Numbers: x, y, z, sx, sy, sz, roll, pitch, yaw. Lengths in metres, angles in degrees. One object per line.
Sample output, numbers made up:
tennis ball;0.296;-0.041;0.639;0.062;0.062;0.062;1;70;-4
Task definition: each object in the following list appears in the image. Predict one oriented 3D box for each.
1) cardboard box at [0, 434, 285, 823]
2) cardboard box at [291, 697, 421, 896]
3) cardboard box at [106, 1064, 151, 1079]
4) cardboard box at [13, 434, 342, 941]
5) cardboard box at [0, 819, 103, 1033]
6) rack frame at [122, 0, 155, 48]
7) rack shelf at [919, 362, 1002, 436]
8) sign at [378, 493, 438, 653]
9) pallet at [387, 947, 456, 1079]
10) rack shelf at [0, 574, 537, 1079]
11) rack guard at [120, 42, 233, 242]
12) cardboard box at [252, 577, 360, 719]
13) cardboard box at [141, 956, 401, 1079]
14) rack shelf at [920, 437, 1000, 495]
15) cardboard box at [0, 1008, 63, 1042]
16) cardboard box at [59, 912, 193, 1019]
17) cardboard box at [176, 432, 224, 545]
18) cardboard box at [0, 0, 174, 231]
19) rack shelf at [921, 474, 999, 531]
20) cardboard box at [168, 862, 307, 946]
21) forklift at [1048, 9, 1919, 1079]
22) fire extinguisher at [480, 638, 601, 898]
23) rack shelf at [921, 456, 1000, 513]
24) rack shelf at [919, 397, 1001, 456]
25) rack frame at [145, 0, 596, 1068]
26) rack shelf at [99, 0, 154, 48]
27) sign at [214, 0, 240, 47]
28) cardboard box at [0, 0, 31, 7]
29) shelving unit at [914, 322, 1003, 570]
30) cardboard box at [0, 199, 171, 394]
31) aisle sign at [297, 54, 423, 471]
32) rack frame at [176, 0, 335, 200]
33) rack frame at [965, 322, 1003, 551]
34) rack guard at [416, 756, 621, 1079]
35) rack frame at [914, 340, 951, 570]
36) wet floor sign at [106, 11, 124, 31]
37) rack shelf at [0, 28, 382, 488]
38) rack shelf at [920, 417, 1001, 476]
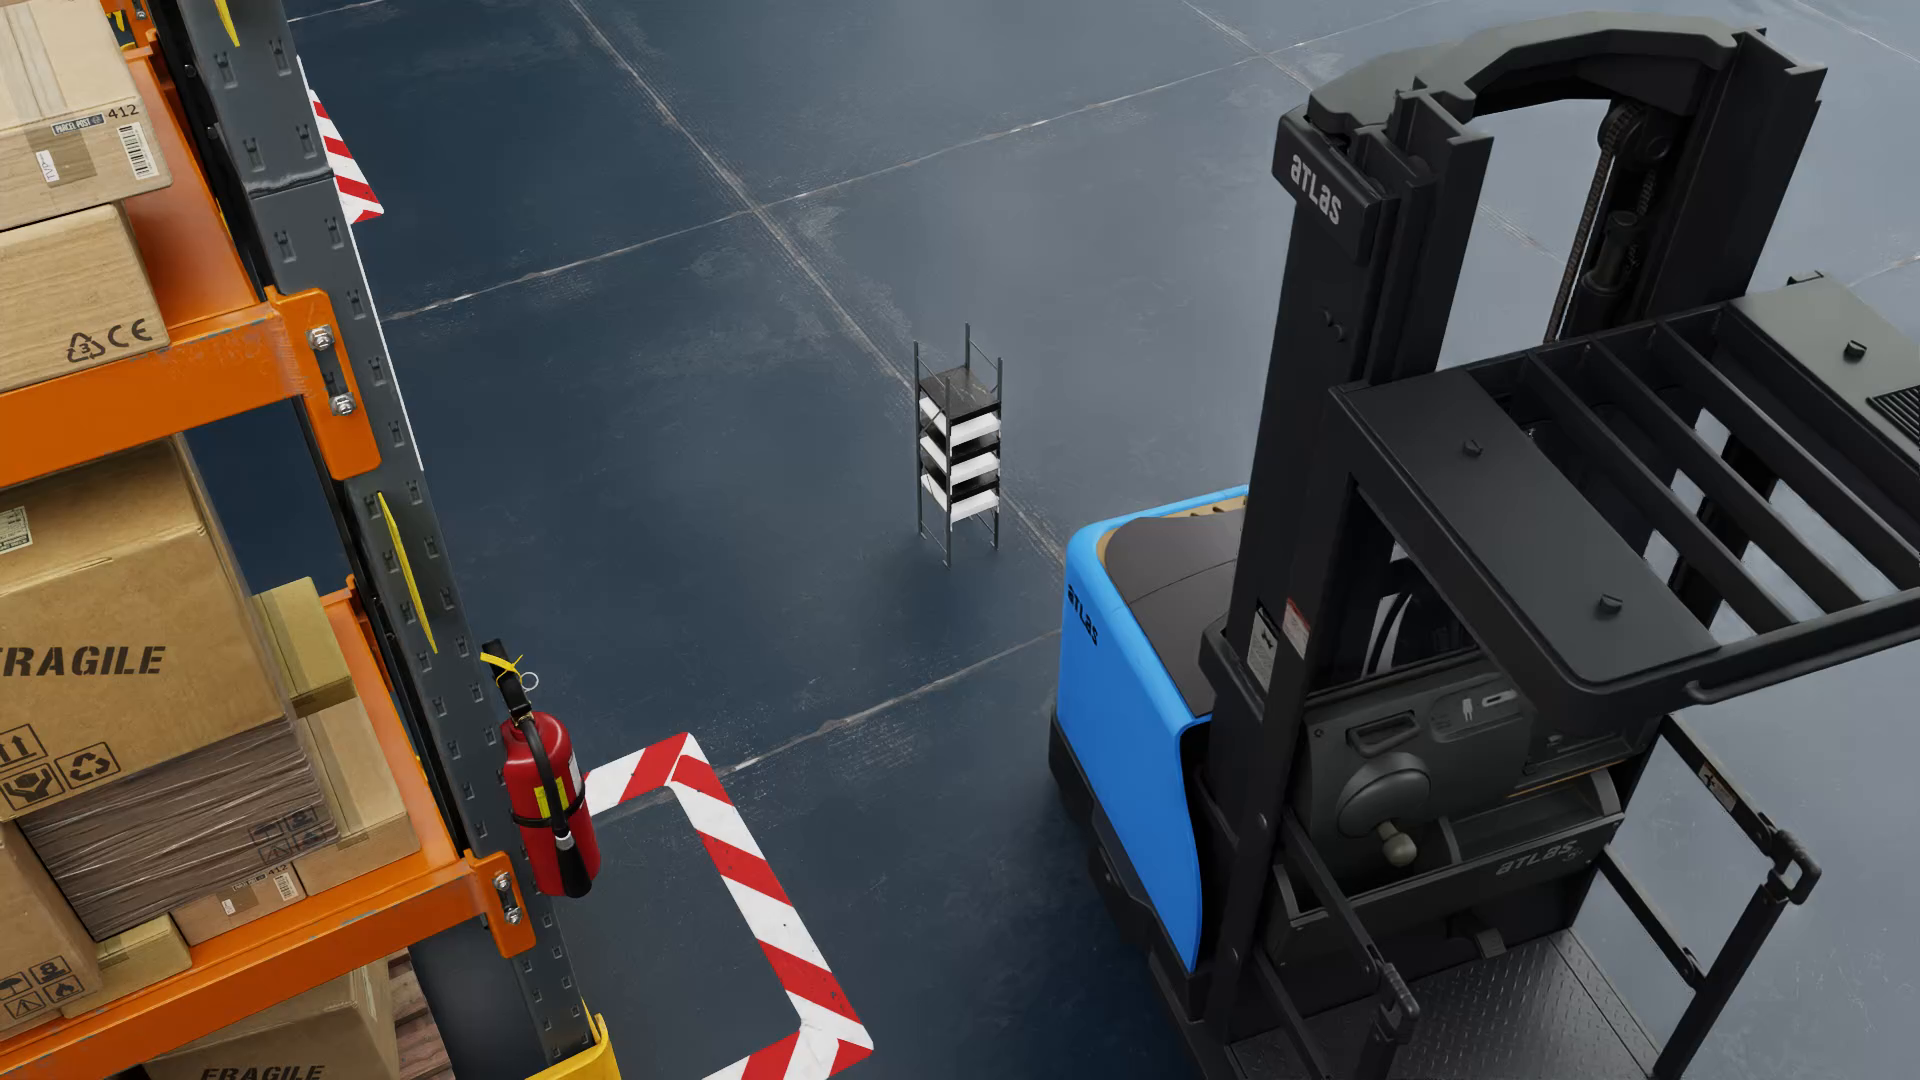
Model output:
cardboard box;-1.599;0.088;3.002;0.500;0.500;0.500;-22;48;-21
cardboard box;-1.390;0.563;3.696;0.250;0.149;0.380;-22;48;-21
cardboard box;-2.296;1.431;4.115;0.500;0.500;0.500;-10;45;-10
cardboard box;-1.736;0.281;3.521;0.500;0.500;0.875;-22;48;-21
cardboard box;-2.110;0.527;3.268;0.500;0.500;0.875;-22;48;-21
rack frame;-3.629;-2.781;6.961;0.127;3.000;1.000;-22;48;-21
rack shelf;-0.007;-0.490;5.769;0.200;0.077;0.258;-22;48;-21
sign;-0.986;0.063;2.973;0.005;0.325;0.100;-22;48;-21
pallet;-2.033;1.537;4.514;1.213;0.211;1.003;-22;48;-21
rack shelf;-2.979;1.202;3.374;4.000;0.370;1.077;-22;48;-21
rack guard;-3.608;-1.892;7.840;0.348;0.500;1.175;-22;48;-21
cardboard box;-1.611;0.295;3.973;0.250;0.149;0.380;-22;48;-21
cardboard box;-1.795;1.203;4.350;0.500;0.500;0.500;-14;46;-14
rack shelf;-0.007;-0.296;5.957;0.200;0.077;0.258;-22;48;-21
cardboard box;-2.022;0.845;3.406;0.250;0.149;0.380;-22;48;-21
cardboard box;-1.798;0.768;3.486;0.250;0.149;0.380;-22;48;-21
cardboard box;-1.858;-0.226;3.325;0.500;0.500;0.500;-22;48;-21
cardboard box;-1.331;-0.631;2.414;0.250;0.149;0.380;-22;48;-21
rack shelf;-0.007;-0.167;6.082;0.200;0.077;0.258;-22;48;-21
cardboard box;-1.607;0.650;3.607;0.250;0.149;0.380;-22;48;-21
forklift;1.266;0.539;3.590;1.130;2.935;3.031;-14;46;-14
fire extinguisher;-0.916;0.516;3.620;0.183;0.674;0.296;-22;48;-21
rack shelf;-0.007;-0.232;6.020;0.200;0.077;0.258;-22;48;-21
rack shelf;-0.007;-0.425;5.832;0.200;0.077;0.258;-22;48;-21
rack frame;-1.245;0.250;3.839;0.127;3.000;1.000;-22;48;-21
rack shelf;-5.363;-1.828;6.497;4.000;0.370;1.077;-22;48;-21
sign;-0.986;-0.802;2.133;0.005;0.325;0.100;-22;48;-21
cardboard box;-1.599;-0.960;2.753;0.250;0.149;0.380;-22;48;-21
shelving unit;-0.007;-0.320;5.934;0.210;0.900;0.258;-22;48;-21
cardboard box;-1.537;-0.452;2.516;0.500;0.250;0.500;-21;48;-20
aisle sign;-1.042;-0.524;2.769;0.004;0.787;0.394;-22;48;-21
rack frame;-1.245;-1.903;1.750;0.127;3.000;1.000;-22;48;-21
rack frame;0.081;-0.355;5.970;0.006;0.900;0.240;-22;48;-21
rack guard;-1.311;1.173;4.682;0.348;0.500;1.175;-22;48;-21
rack frame;-0.095;-0.285;5.897;0.006;0.900;0.240;-22;48;-21
wet floor sign;-4.590;-3.141;9.024;0.232;0.644;0.267;-30;52;-27
rack shelf;-2.979;0.125;2.330;4.000;0.370;1.077;-22;48;-21
rack shelf;-0.007;-0.361;5.894;0.200;0.077;0.258;-22;48;-21
